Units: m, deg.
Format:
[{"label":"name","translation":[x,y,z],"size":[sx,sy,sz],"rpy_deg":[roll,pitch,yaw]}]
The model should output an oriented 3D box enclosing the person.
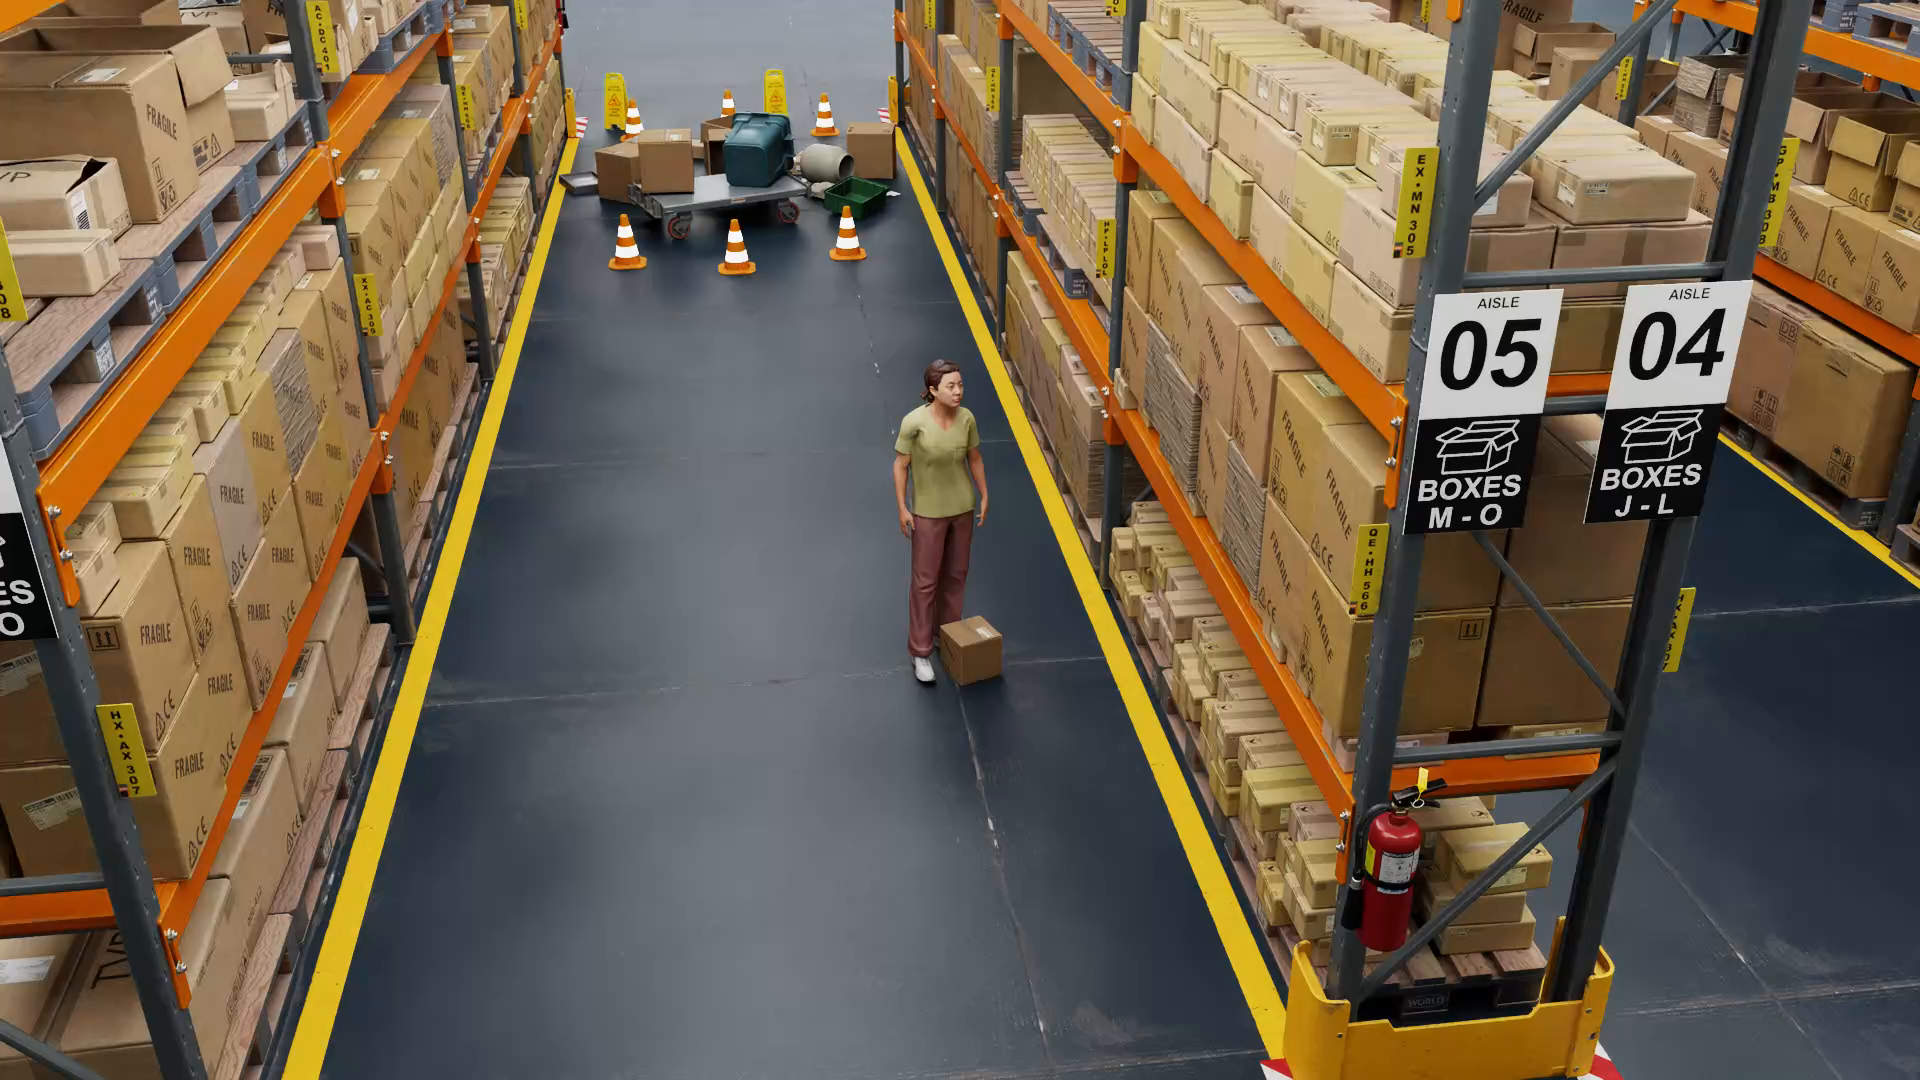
[{"label":"person","translation":[-0.068,-0.117,8.844],"size":[0.552,1.659,0.548],"rpy_deg":[-13,30,-24]}]
